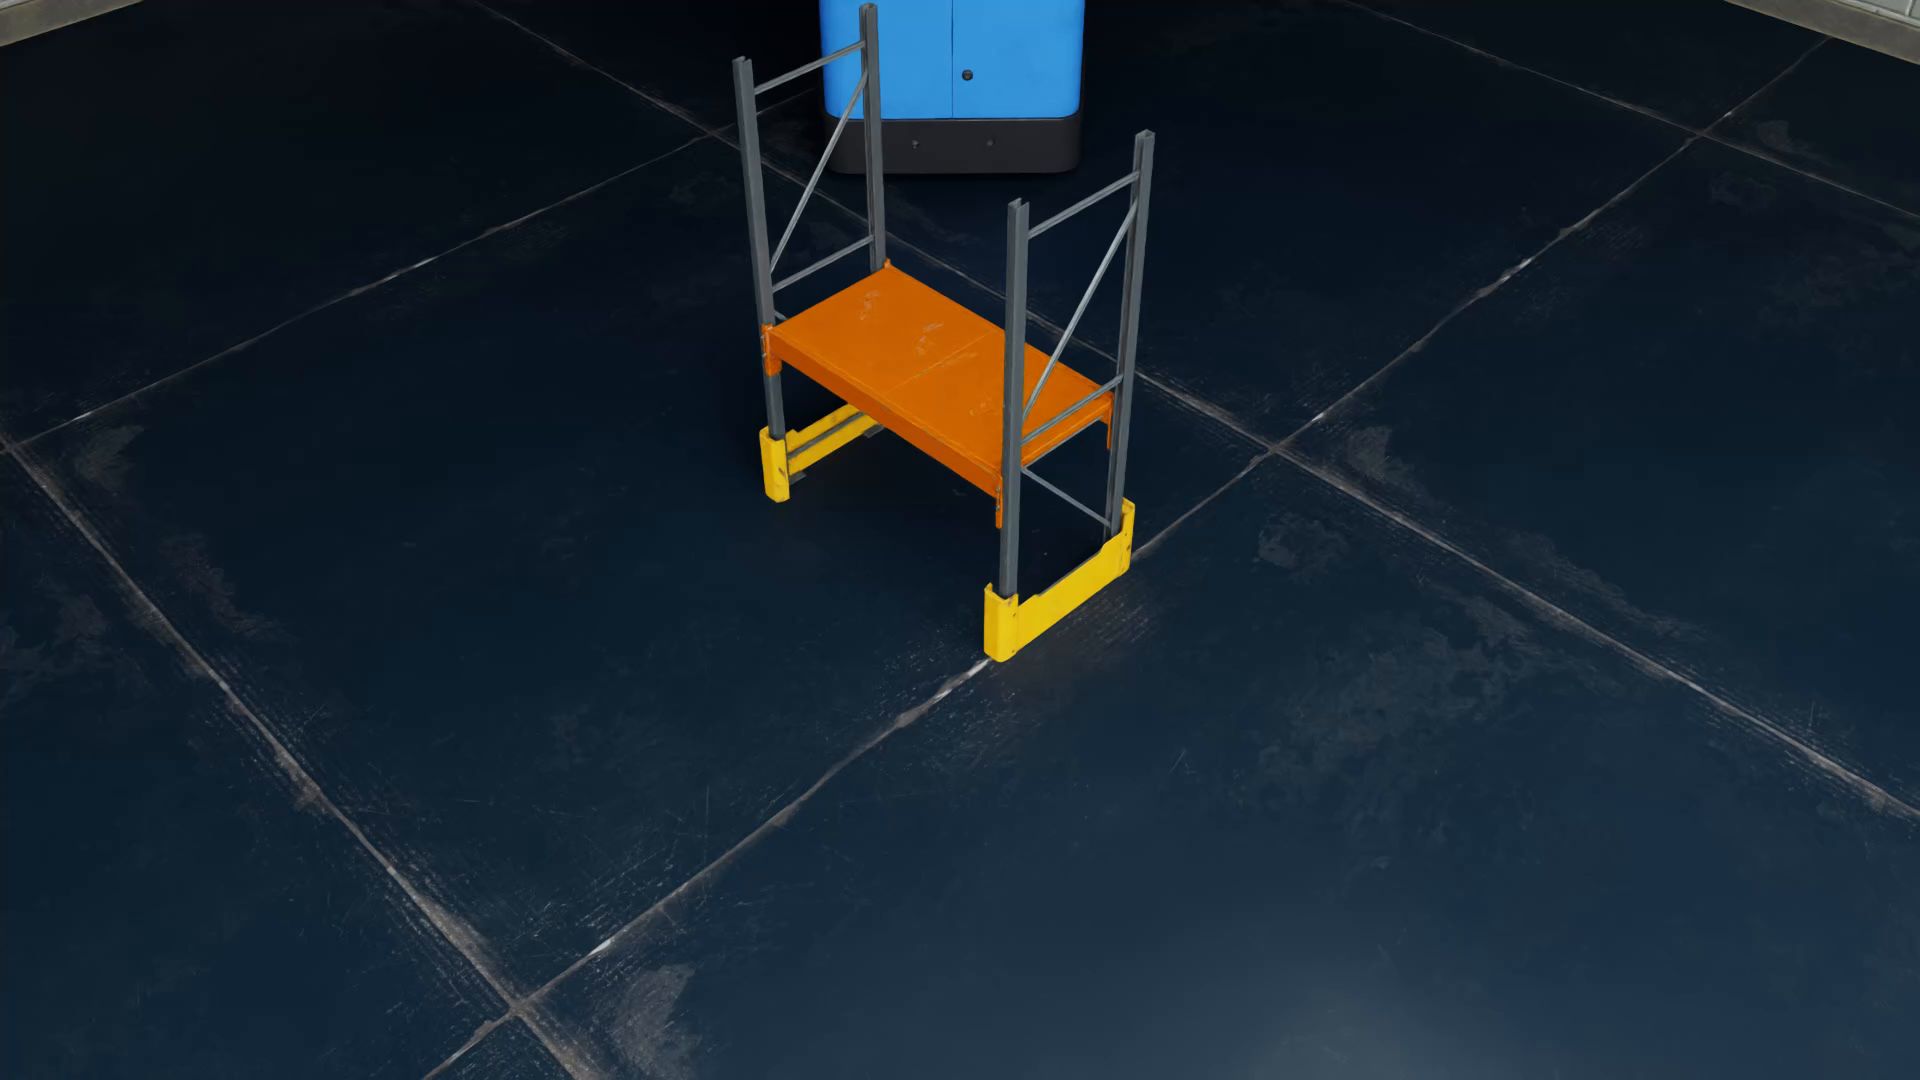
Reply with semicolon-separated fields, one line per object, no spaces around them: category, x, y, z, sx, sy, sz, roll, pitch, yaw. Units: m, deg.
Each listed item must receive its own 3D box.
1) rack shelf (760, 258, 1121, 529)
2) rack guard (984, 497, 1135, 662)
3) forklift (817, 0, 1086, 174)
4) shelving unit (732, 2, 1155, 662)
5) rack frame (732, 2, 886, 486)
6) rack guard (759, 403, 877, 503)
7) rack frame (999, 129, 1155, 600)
rack shelf;-0.060;-0.460;4.907;0.538;0.185;1.000;-34;53;-31
rack guard;0.298;0.111;4.946;0.587;0.250;0.087;-34;53;-31
forklift;-0.049;-3.540;6.921;1.130;2.935;3.031;-1;43;-1
shelving unit;-0.054;-0.587;4.781;0.587;1.500;1.083;-34;53;-31
rack frame;-0.419;-0.836;5.050;0.500;1.500;0.032;-34;53;-31
rack guard;-0.406;-0.368;5.464;0.587;0.250;0.087;-34;53;-31
rack frame;0.299;-0.348;4.521;0.500;1.500;0.032;-34;53;-31
